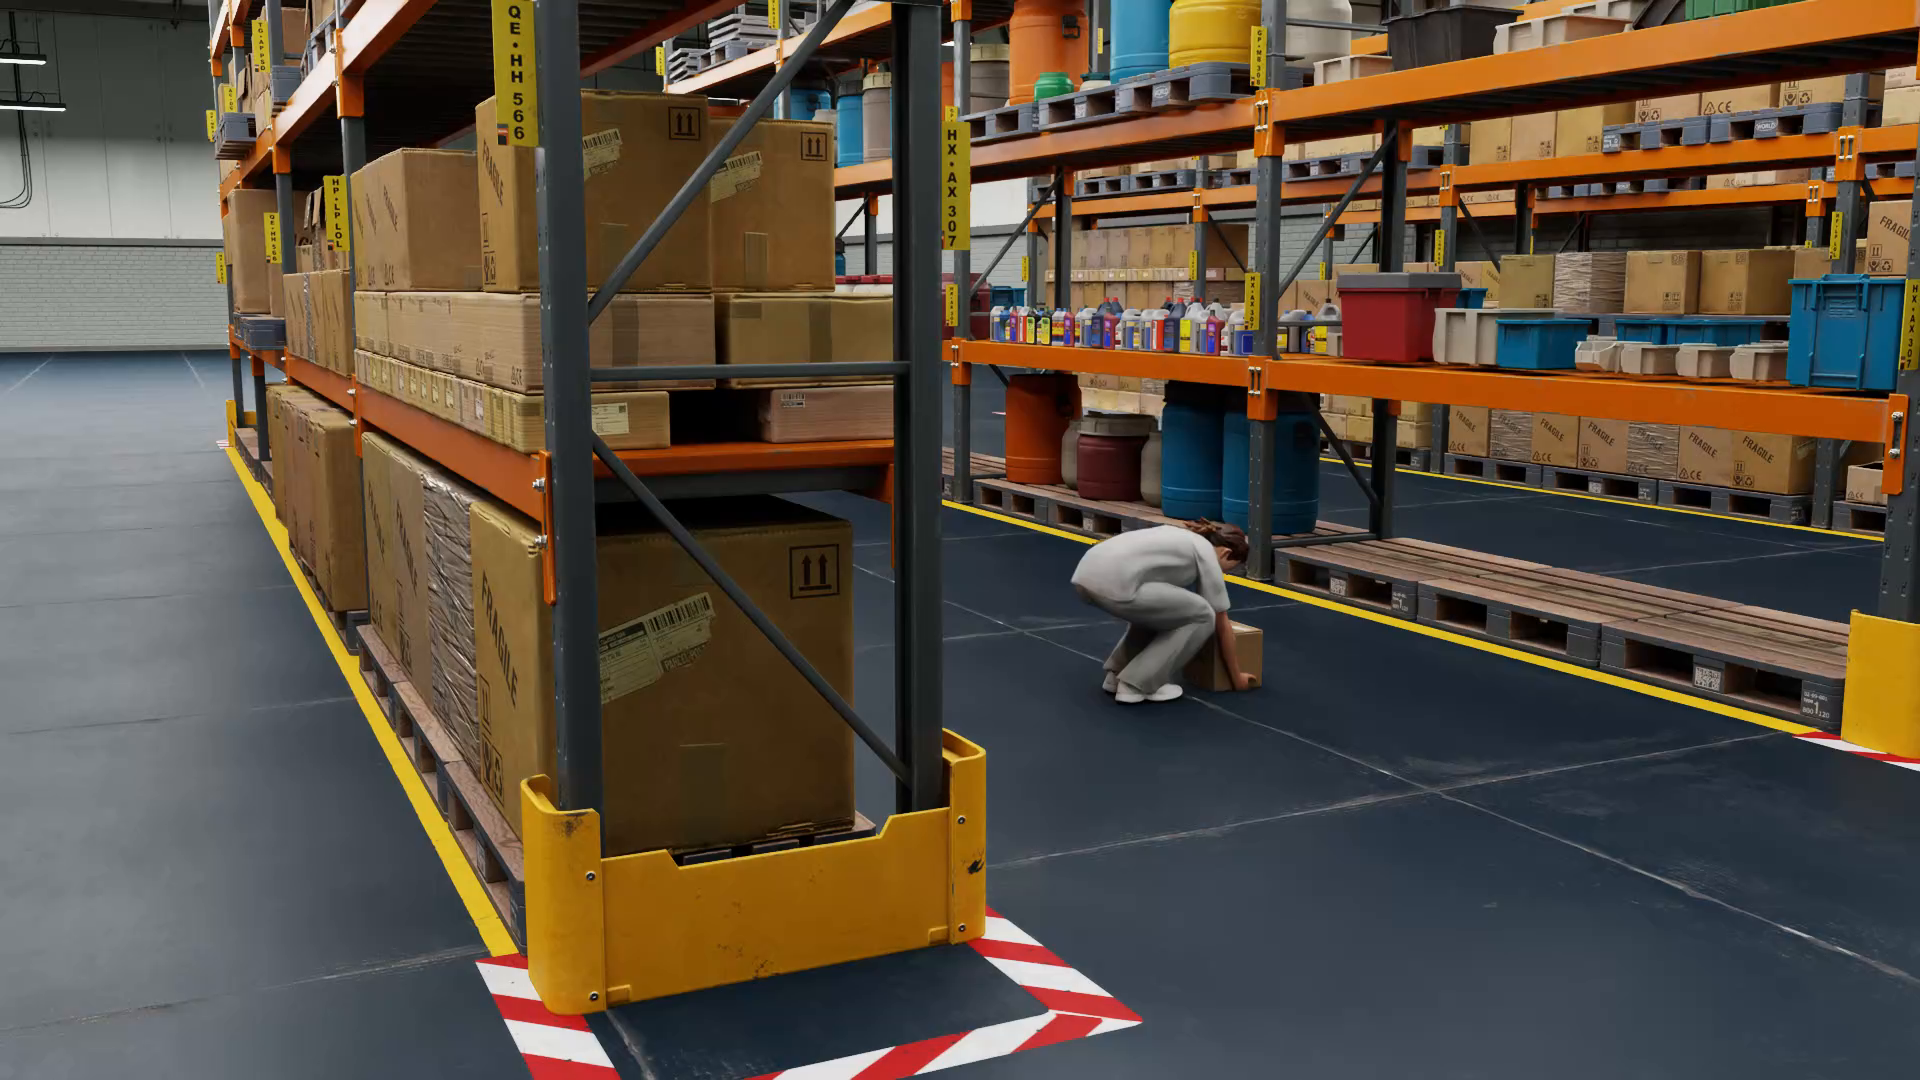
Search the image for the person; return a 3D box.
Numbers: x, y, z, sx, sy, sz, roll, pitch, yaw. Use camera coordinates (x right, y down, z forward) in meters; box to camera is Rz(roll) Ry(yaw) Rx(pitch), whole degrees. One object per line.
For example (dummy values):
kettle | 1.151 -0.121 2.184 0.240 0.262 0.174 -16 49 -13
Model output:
person | 0.923 0.142 7.096 0.872 1.025 0.427 -5 10 -28
